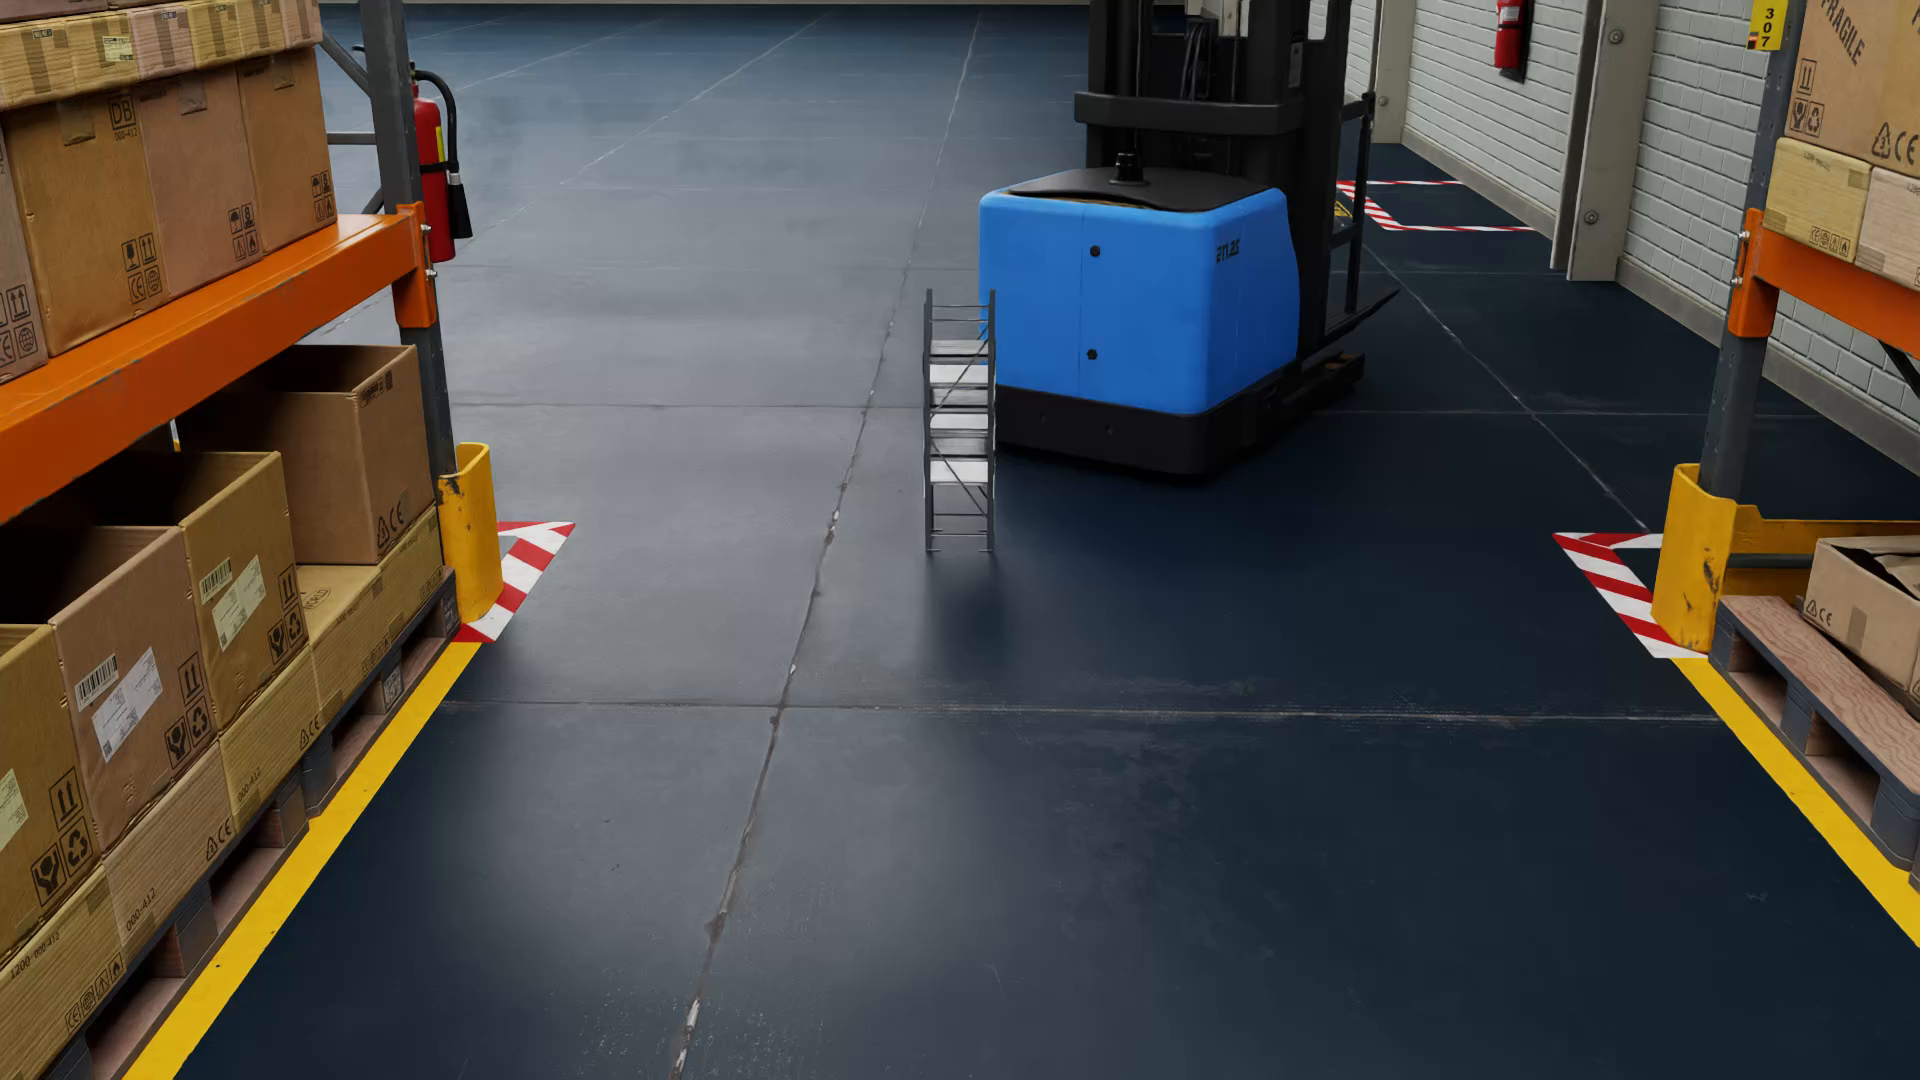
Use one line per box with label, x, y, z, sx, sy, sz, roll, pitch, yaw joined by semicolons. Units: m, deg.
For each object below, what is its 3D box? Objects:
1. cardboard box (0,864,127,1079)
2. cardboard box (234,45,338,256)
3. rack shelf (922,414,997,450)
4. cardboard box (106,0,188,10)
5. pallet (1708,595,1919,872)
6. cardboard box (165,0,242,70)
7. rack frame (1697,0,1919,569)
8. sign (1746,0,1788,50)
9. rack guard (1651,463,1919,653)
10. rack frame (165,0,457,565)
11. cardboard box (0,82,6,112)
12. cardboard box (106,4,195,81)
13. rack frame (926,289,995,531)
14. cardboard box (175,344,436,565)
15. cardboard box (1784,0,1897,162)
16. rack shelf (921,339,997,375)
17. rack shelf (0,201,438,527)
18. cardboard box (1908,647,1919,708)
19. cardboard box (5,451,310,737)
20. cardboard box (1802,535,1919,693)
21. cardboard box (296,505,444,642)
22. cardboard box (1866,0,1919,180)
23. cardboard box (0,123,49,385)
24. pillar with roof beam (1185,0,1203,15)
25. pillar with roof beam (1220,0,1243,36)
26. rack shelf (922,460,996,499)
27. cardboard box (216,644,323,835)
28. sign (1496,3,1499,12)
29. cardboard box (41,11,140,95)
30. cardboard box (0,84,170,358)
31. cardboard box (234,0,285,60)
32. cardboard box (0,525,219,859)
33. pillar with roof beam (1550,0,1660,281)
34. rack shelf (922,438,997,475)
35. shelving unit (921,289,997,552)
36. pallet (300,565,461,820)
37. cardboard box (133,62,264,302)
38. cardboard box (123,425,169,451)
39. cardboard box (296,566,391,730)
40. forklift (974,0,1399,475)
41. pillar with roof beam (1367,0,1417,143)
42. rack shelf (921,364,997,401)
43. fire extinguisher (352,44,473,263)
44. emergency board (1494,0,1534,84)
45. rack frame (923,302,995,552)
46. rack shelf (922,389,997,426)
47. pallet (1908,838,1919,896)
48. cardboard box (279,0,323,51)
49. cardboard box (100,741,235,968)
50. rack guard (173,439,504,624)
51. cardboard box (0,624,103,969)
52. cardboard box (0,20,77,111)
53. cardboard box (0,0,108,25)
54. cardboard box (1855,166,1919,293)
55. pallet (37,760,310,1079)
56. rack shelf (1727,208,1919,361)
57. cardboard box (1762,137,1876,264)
cardboard box;-1.888;0.819;2.993;0.500;0.250;0.500;1;21;2
cardboard box;-2.151;-1.066;4.491;0.700;0.500;0.500;1;21;2
rack shelf;0.000;-0.386;5.871;0.258;0.077;0.200;1;21;2
cardboard box;-2.163;-1.461;3.717;0.700;0.500;0.500;0;21;0
pallet;2.765;0.486;4.485;1.003;0.211;1.213;1;21;2
cardboard box;-1.960;-1.210;3.965;0.380;0.149;0.250;0;21;1
rack frame;2.827;-1.135;4.807;1.000;3.000;0.127;1;21;2
sign;2.285;-1.544;4.666;0.100;0.325;0.005;1;21;2
rack guard;2.825;0.058;5.189;1.175;0.500;0.348;1;21;2
rack frame;-2.124;-1.188;4.944;1.000;3.000;0.127;1;21;2
cardboard box;-1.990;-0.836;3.002;0.380;0.149;0.250;0;21;1
cardboard box;-1.969;-1.119;3.731;0.380;0.149;0.250;1;21;2
rack frame;0.003;-0.453;5.953;0.240;0.900;0.006;1;21;2
cardboard box;-1.843;-0.254;4.722;0.500;0.500;0.500;1;21;2
cardboard box;2.512;-1.255;4.259;0.500;0.500;0.500;1;21;2
rack shelf;0.000;-0.637;5.773;0.258;0.077;0.200;1;21;2
rack shelf;-2.185;-0.130;3.211;1.077;0.370;4.000;1;21;2
cardboard box;2.699;0.369;4.041;0.500;0.311;0.500;2;21;6
cardboard box;-1.859;0.107;3.790;0.500;0.500;0.500;1;21;2
cardboard box;2.716;0.163;4.572;0.500;0.311;0.500;-2;21;-4
cardboard box;-1.845;0.095;4.857;0.500;0.250;0.500;1;21;2
cardboard box;2.487;-1.076;3.798;0.500;0.500;0.500;1;21;2
cardboard box;-2.196;-0.506;3.049;0.700;0.500;0.500;1;21;3
pillar with roof beam;0.280;-14.563;31.123;9.100;9.000;0.400;1;21;2
pillar with roof beam;0.098;-12.394;25.532;9.100;9.000;0.400;1;21;2
rack shelf;0.000;-0.218;5.936;0.258;0.077;0.200;1;21;2
cardboard box;-1.862;0.457;3.925;0.500;0.250;0.500;1;21;2
sign;4.086;-4.150;12.529;0.001;0.329;0.234;1;21;2
cardboard box;-1.977;-1.024;3.486;0.380;0.149;0.250;1;21;3
cardboard box;-2.183;-0.697;3.539;0.700;0.500;0.500;1;21;2
cardboard box;-1.952;-1.302;4.203;0.380;0.149;0.250;1;21;3
cardboard box;-1.875;0.288;3.324;0.500;0.500;0.500;1;21;2
pillar with roof beam;-0.450;-5.886;8.758;9.100;9.000;0.400;1;21;2
rack shelf;0.000;-0.302;5.903;0.258;0.077;0.200;1;21;2
shelving unit;0.000;-0.417;5.859;0.258;0.900;0.210;1;21;2
pallet;-2.106;0.389;4.735;1.003;0.211;1.213;1;21;2
cardboard box;-2.162;-0.876;4.002;0.700;0.500;0.500;1;21;3
cardboard box;-2.376;-0.079;4.271;0.500;0.500;0.500;1;21;2
cardboard box;-1.848;0.276;4.391;0.500;0.250;0.500;1;21;2
forklift;1.263;-2.103;7.398;1.130;2.935;3.031;13;25;29
pillar with roof beam;-0.267;-8.055;14.349;9.100;9.000;0.400;1;21;2
rack shelf;0.000;-0.553;5.806;0.258;0.077;0.200;1;21;2
fire extinguisher;-1.656;-1.190;5.055;0.296;0.674;0.183;1;21;2
emergency board;3.966;-3.935;12.023;0.194;1.169;0.643;1;21;2
rack frame;-0.003;-0.380;5.764;0.240;0.900;0.006;1;21;2
rack shelf;0.000;-0.469;5.838;0.258;0.077;0.200;1;21;2
pallet;2.725;0.926;3.351;1.003;0.211;1.213;1;21;2
cardboard box;-1.945;-1.397;4.447;0.380;0.149;0.250;0;21;1
cardboard box;-1.879;0.638;3.459;0.500;0.250;0.500;1;21;2
rack guard;-2.123;-0.031;5.419;1.175;0.500;0.348;1;21;2
cardboard box;-1.889;0.469;2.858;0.500;0.500;0.500;1;21;2
cardboard box;-1.983;-0.929;3.241;0.380;0.149;0.250;1;21;3
cardboard box;-2.178;-1.279;3.247;0.700;0.500;0.500;1;21;2
cardboard box;2.494;-0.713;3.901;0.500;0.250;0.500;0;21;0
pallet;-2.145;0.829;3.601;1.003;0.211;1.213;1;21;2
rack shelf;2.767;-0.076;3.074;1.077;0.370;4.000;1;21;2
cardboard box;2.495;-0.901;4.385;0.500;0.250;0.500;0;21;0
